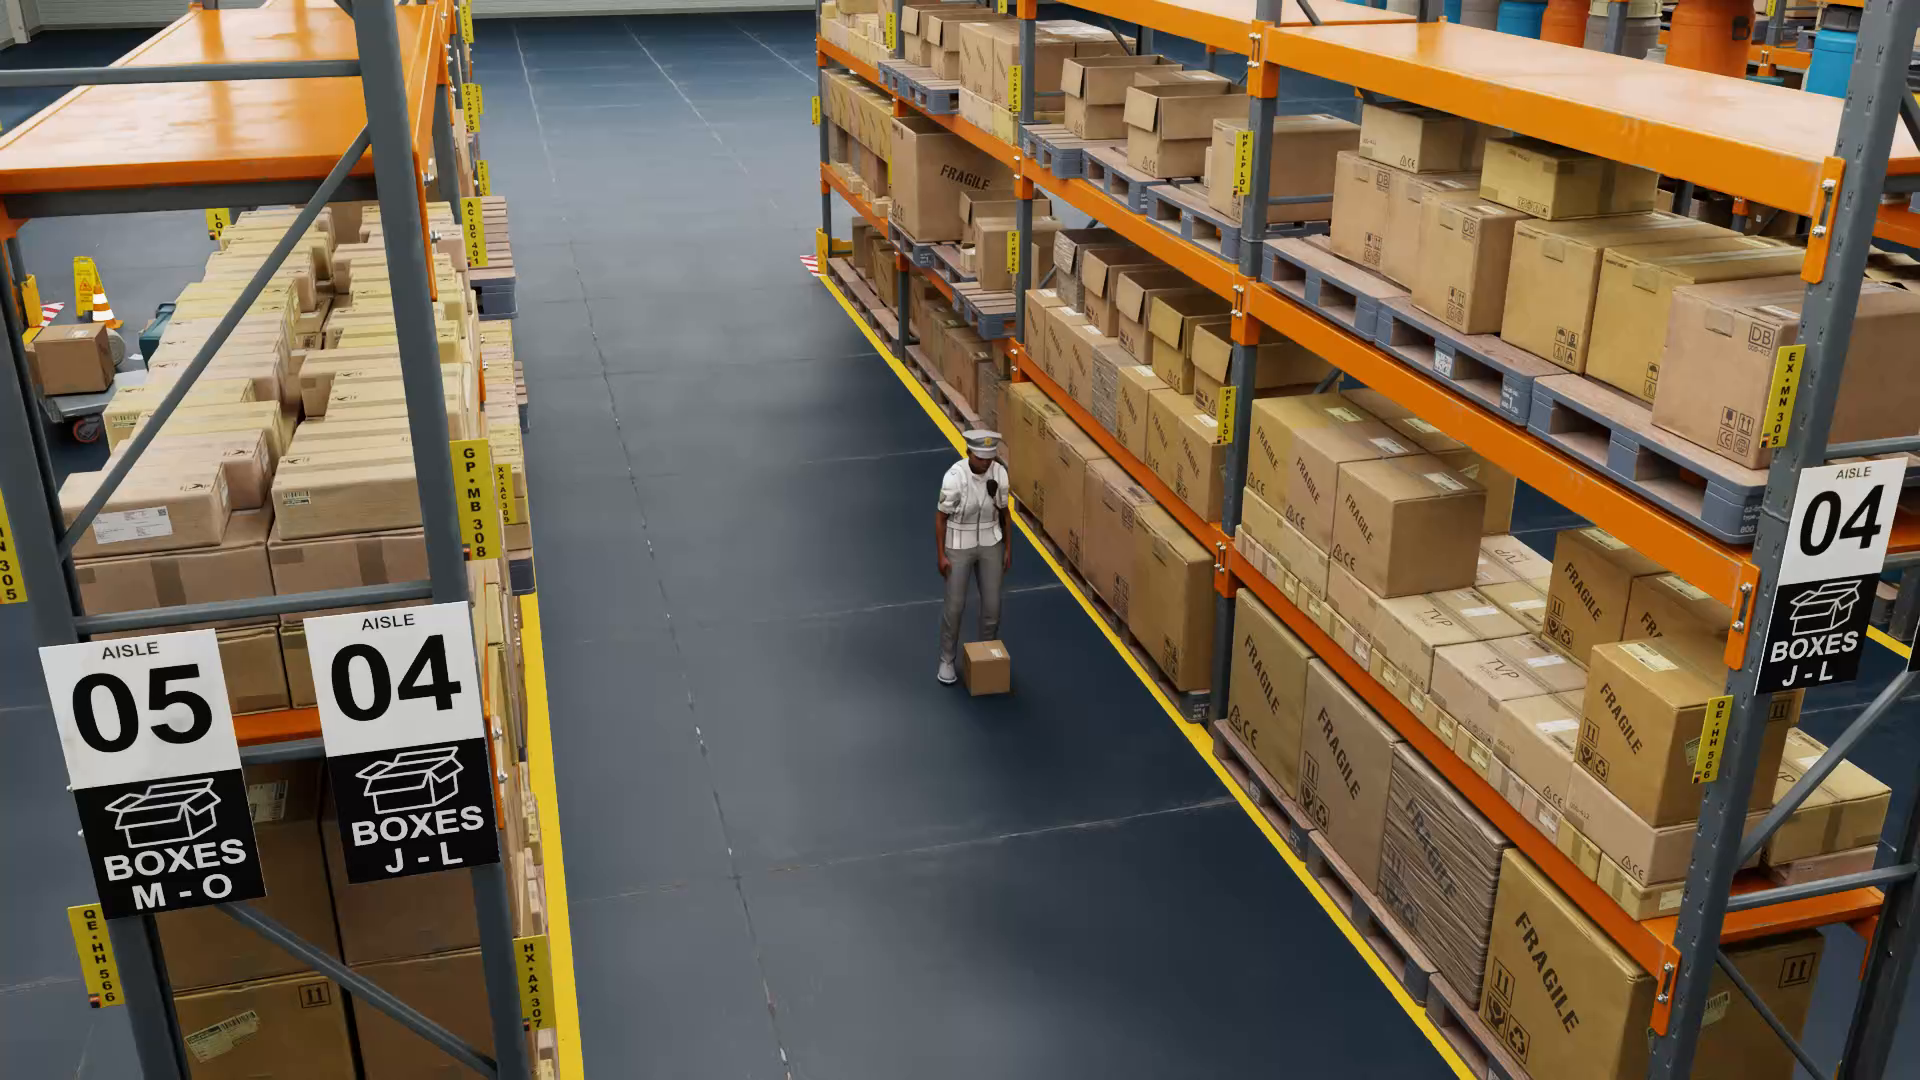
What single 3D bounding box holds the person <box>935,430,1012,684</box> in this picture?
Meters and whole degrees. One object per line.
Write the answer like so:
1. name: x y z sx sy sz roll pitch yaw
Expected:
1. person: 0.084 0.077 10.462 0.514 1.657 0.399 -6 24 -15
